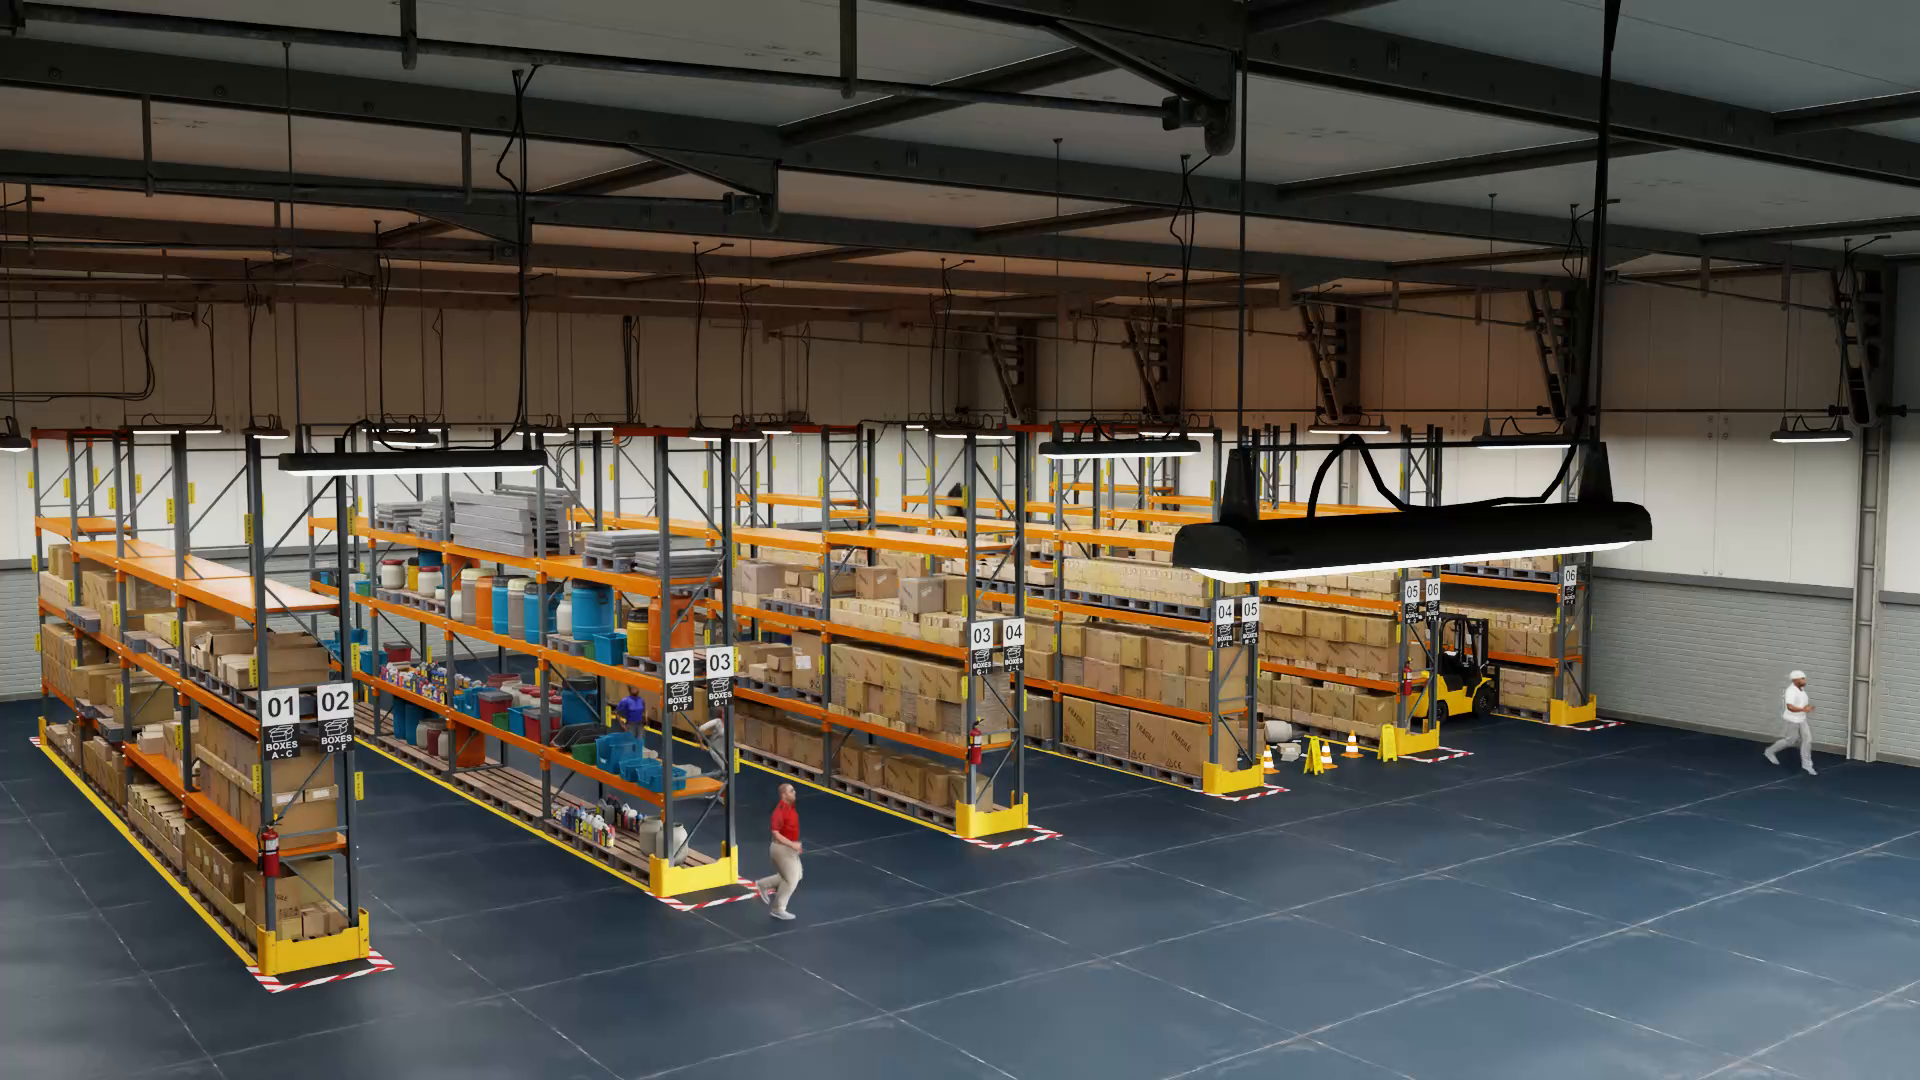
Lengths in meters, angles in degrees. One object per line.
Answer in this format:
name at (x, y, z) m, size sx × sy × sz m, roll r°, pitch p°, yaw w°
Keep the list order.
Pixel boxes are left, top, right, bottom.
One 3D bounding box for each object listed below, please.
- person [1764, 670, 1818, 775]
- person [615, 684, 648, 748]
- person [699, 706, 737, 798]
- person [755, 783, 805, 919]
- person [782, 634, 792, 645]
person at (14.572, 3.181, 29.109) m, size 0.729 × 1.828 × 0.911 m, roll -4°, pitch 6°, yaw -45°
person at (-5.677, 3.276, 28.844) m, size 0.614 × 1.616 × 0.559 m, roll -4°, pitch 6°, yaw -42°
person at (-3.875, 3.444, 26.680) m, size 0.789 × 1.615 × 0.555 m, roll 4°, pitch 6°, yaw 42°
person at (-2.230, 3.874, 20.765) m, size 0.651 × 1.708 × 0.680 m, roll 0°, pitch 4°, yaw 6°
person at (-4.367, 2.180, 42.485) m, size 0.935 × 1.665 × 0.617 m, roll -3°, pitch 6°, yaw -37°
